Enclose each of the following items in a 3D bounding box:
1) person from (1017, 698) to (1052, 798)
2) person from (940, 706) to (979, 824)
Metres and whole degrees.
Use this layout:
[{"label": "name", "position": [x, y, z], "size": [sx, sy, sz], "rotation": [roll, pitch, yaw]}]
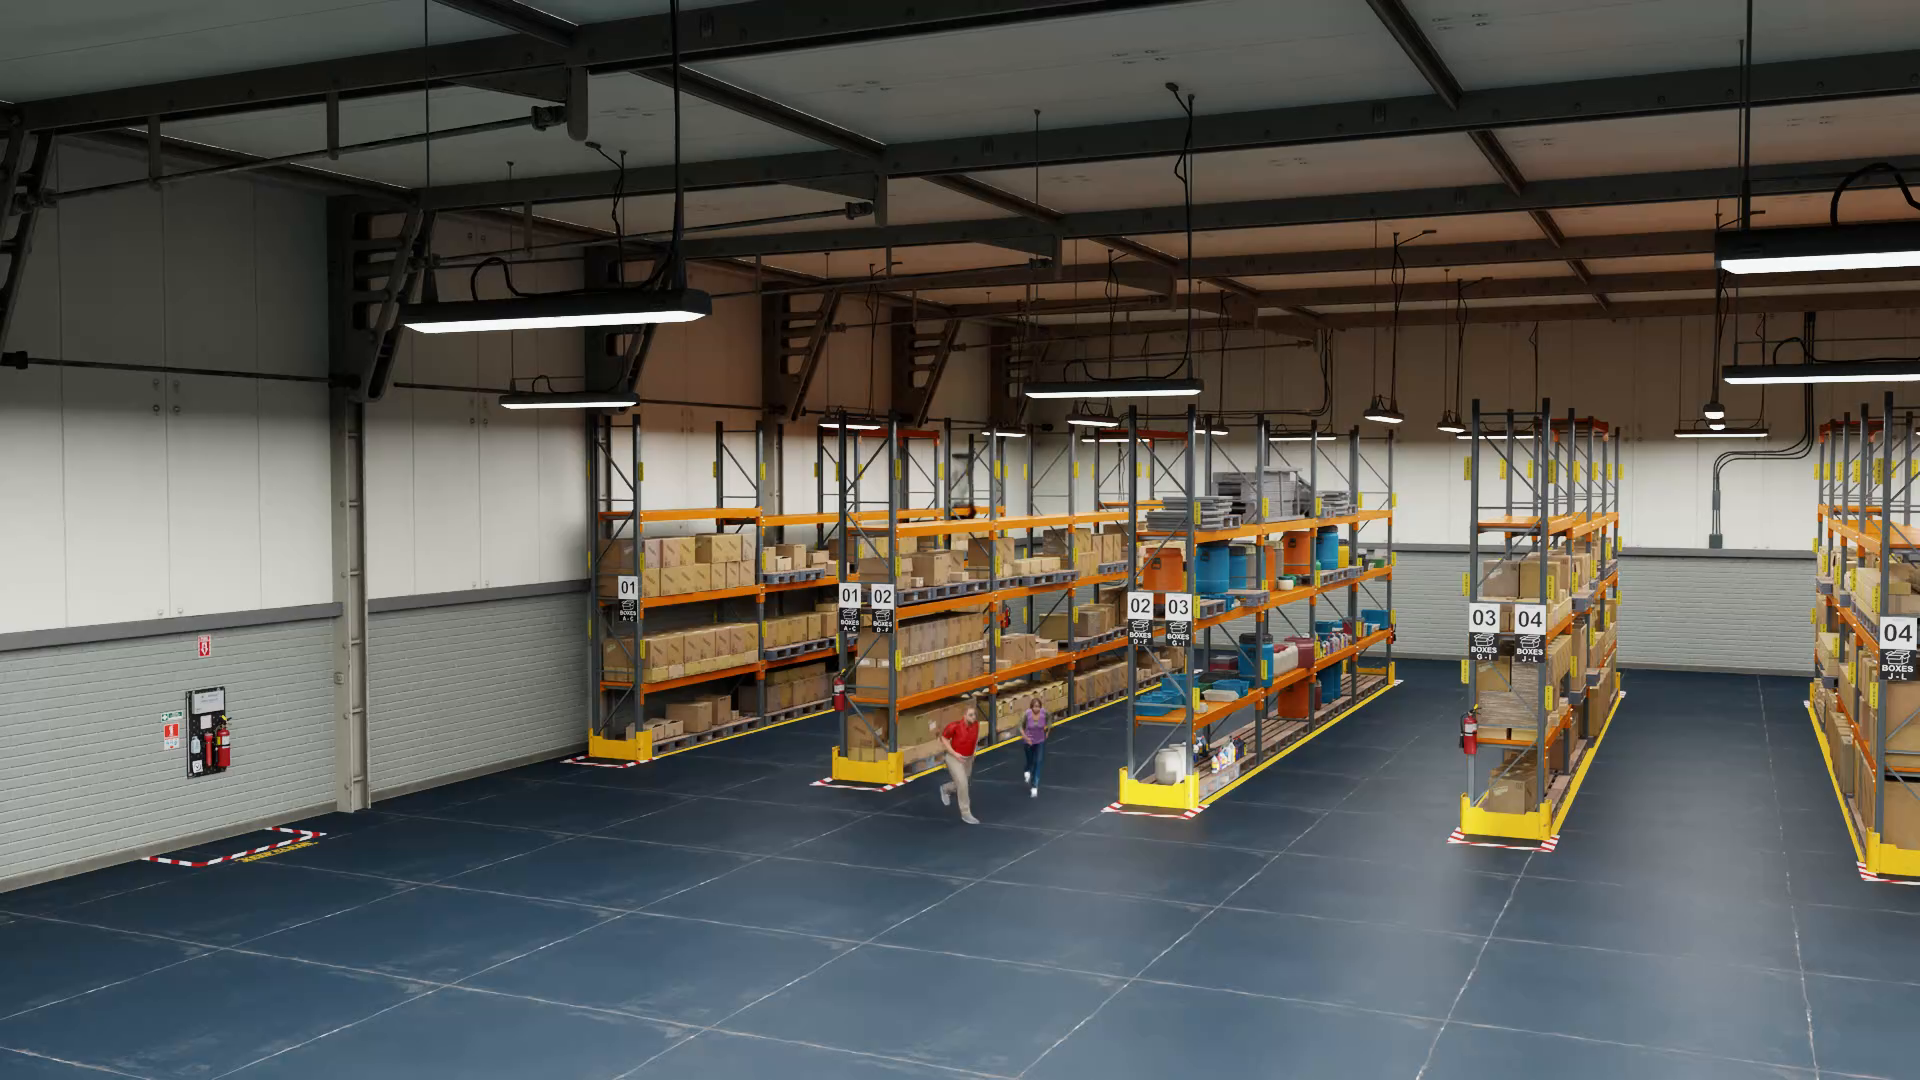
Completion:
[{"label": "person", "position": [1.143, 3.189, 25.976], "size": [0.568, 1.547, 0.912], "rotation": [0, 2, -10]}, {"label": "person", "position": [-0.056, 3.196, 23.970], "size": [0.648, 1.685, 0.911], "rotation": [-2, 3, -34]}]
